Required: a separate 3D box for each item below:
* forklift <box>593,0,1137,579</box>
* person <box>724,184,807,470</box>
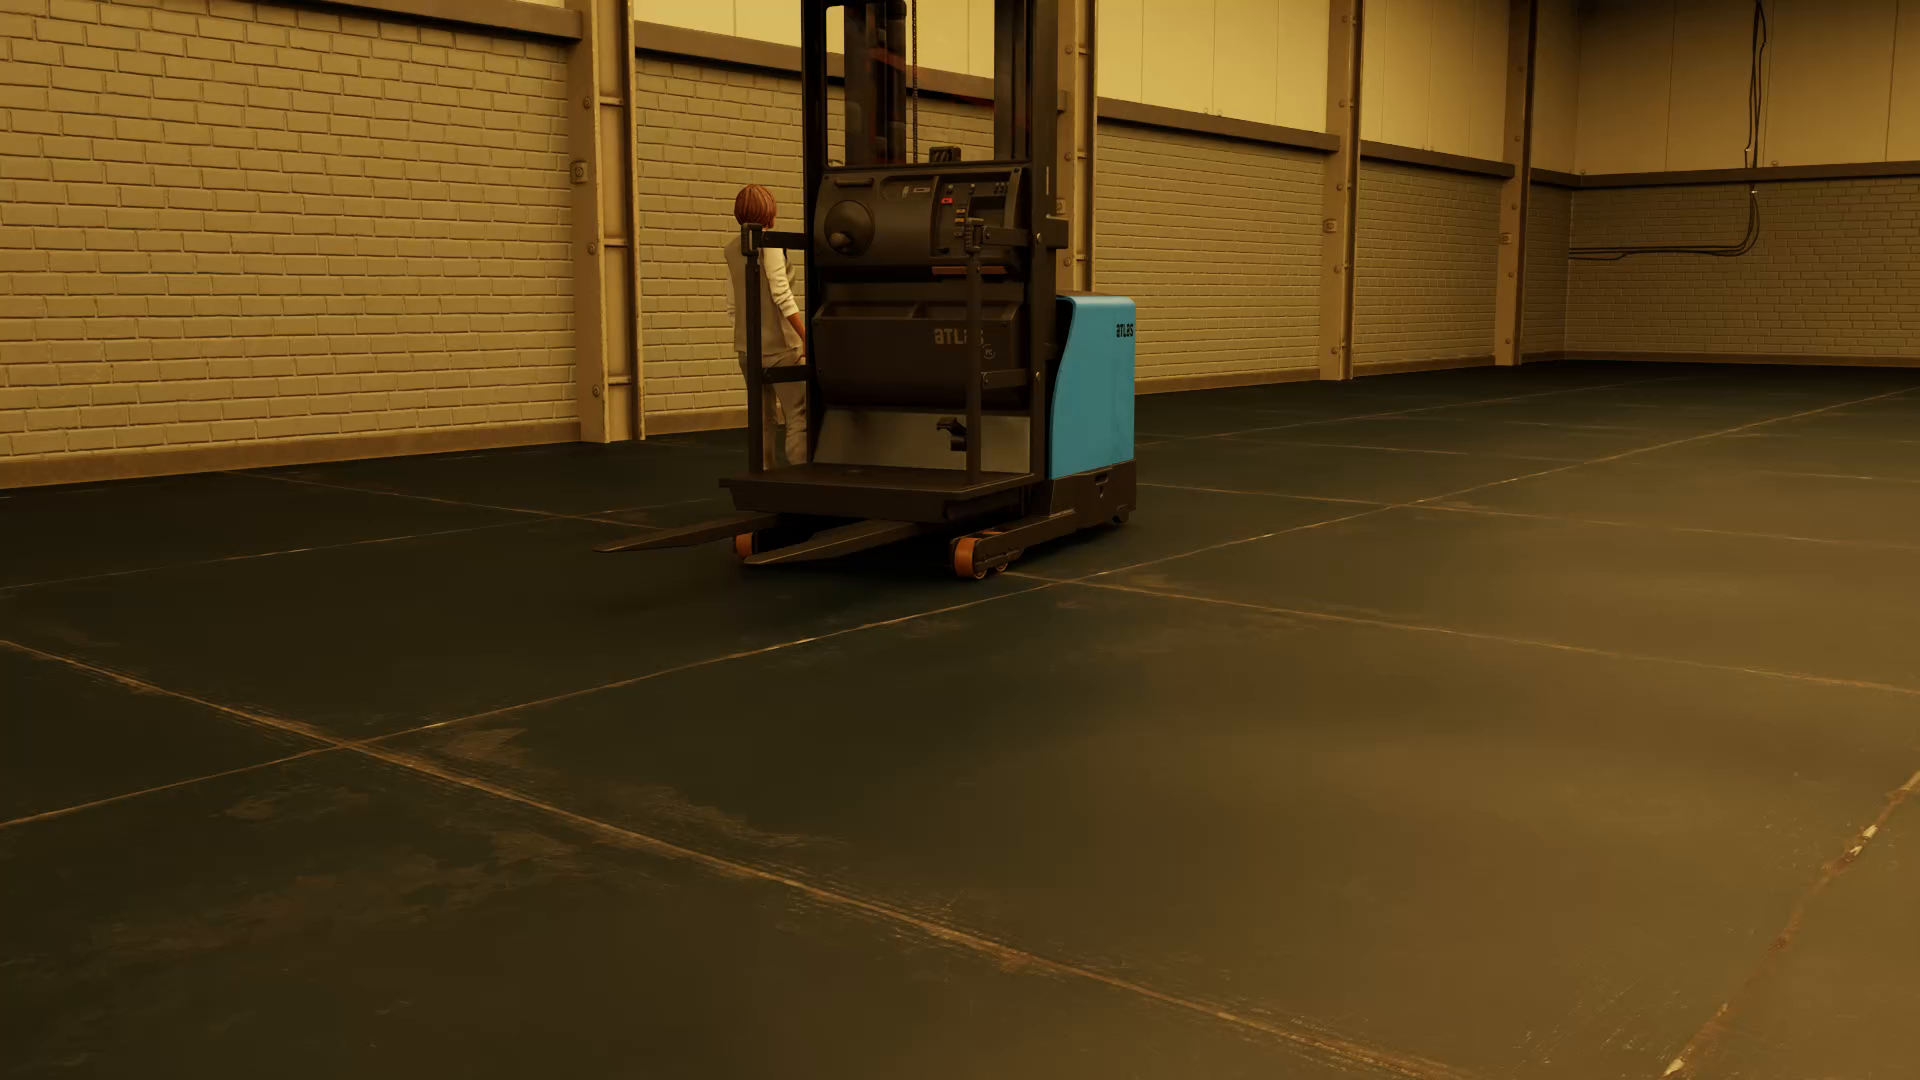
[{"bbox_3d":[-0.273,-1.371,6.652,1.130,2.935,3.031,4,9,26],"label":"forklift"},{"bbox_3d":[-0.865,-0.916,8.099,0.520,1.597,0.475,8,12,44],"label":"person"}]
